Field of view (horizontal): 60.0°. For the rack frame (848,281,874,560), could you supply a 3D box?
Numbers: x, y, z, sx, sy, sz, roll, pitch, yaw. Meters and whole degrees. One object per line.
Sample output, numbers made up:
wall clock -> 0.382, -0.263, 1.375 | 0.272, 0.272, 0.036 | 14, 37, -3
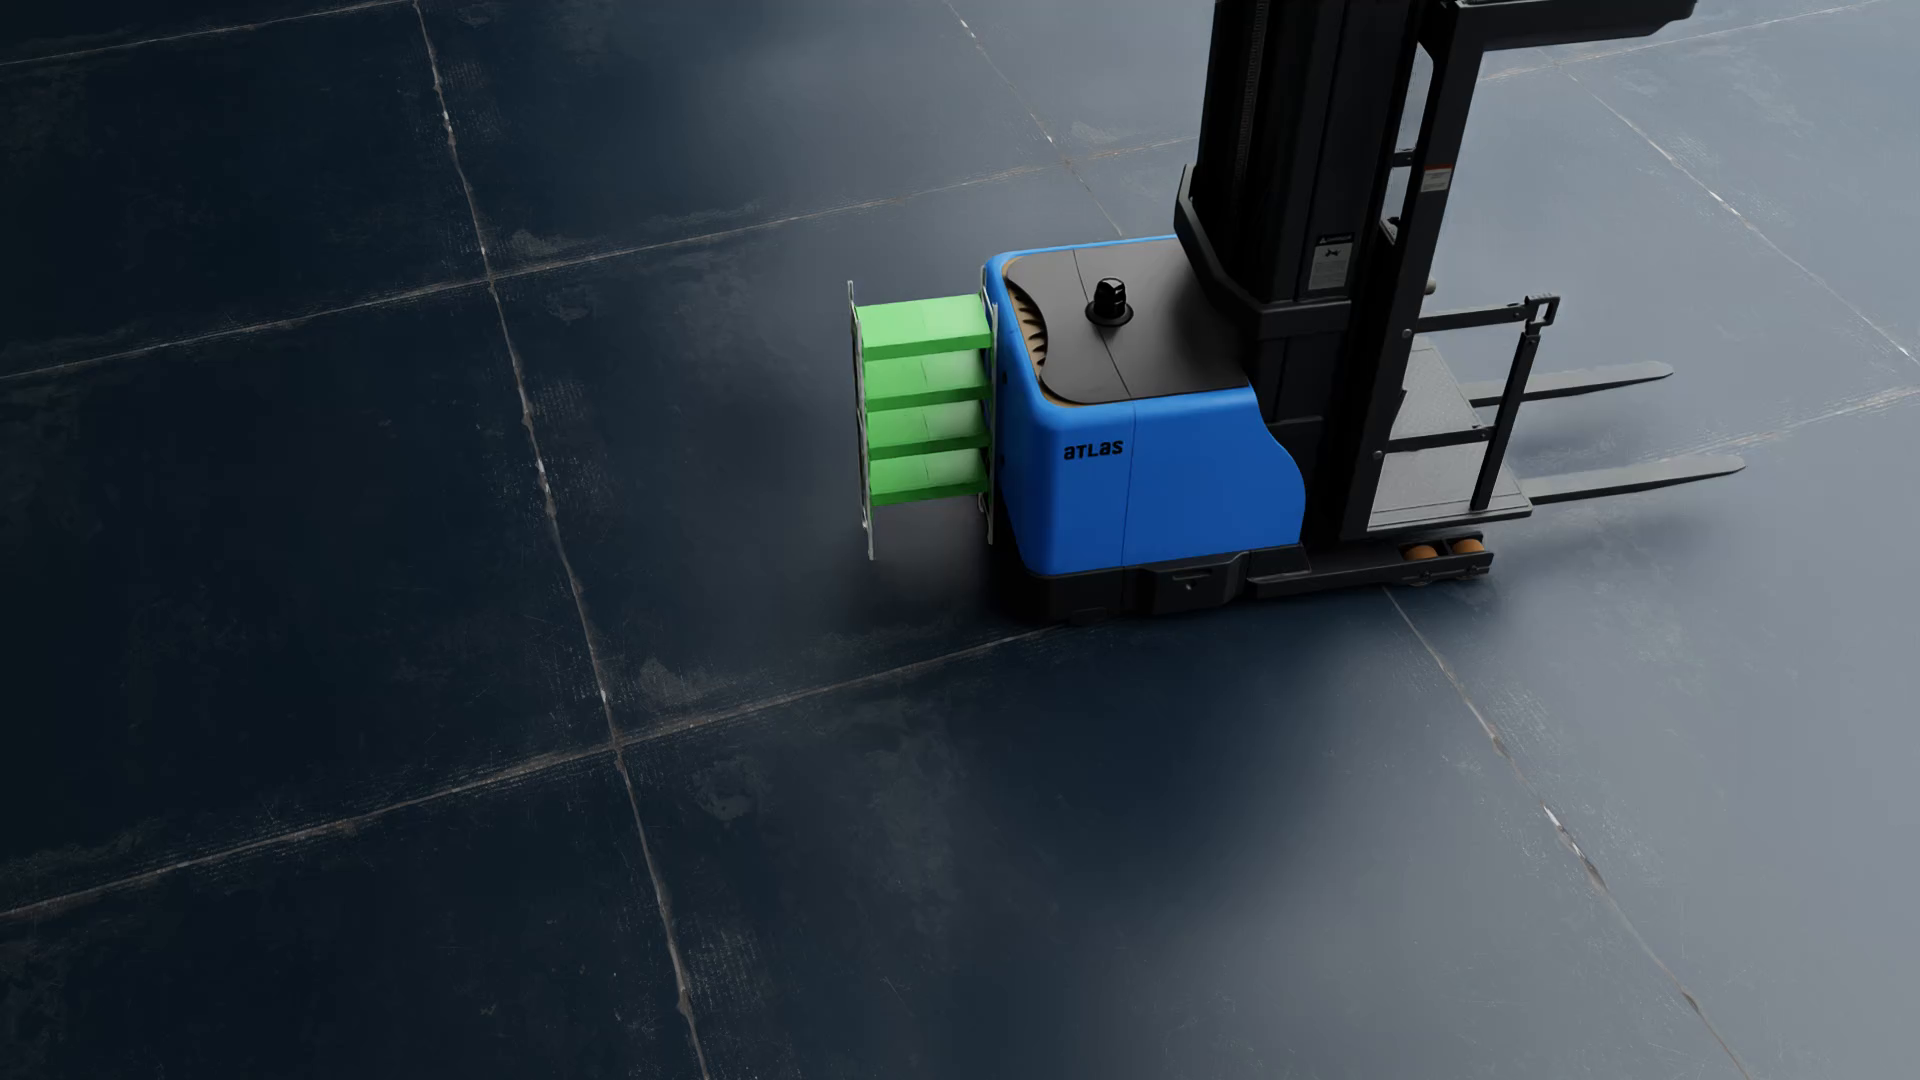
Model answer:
rack frame -> -0.375, -0.426, 6.327 | 0.015, 1.200, 0.240 | -7, 46, -7

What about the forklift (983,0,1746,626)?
forklift -> 1.636, -1.216, 5.892 | 3.031, 2.935, 1.130 | -7, 46, -7

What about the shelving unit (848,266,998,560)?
shelving unit -> -0.135, -0.457, 6.358 | 0.503, 1.200, 0.258 | -7, 46, -7

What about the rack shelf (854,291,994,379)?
rack shelf -> -0.135, -0.750, 6.063 | 0.480, 0.148, 0.258 | -7, 46, -7

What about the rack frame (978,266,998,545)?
rack frame -> 0.105, -0.488, 6.389 | 0.015, 1.200, 0.240 | -7, 46, -7

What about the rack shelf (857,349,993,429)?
rack shelf -> -0.135, -0.581, 6.233 | 0.480, 0.148, 0.258 | -7, 46, -7

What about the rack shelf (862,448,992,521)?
rack shelf -> -0.135, -0.242, 6.573 | 0.480, 0.148, 0.258 | -7, 46, -7

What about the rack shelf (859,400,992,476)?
rack shelf -> -0.135, -0.412, 6.403 | 0.480, 0.148, 0.258 | -7, 46, -7
